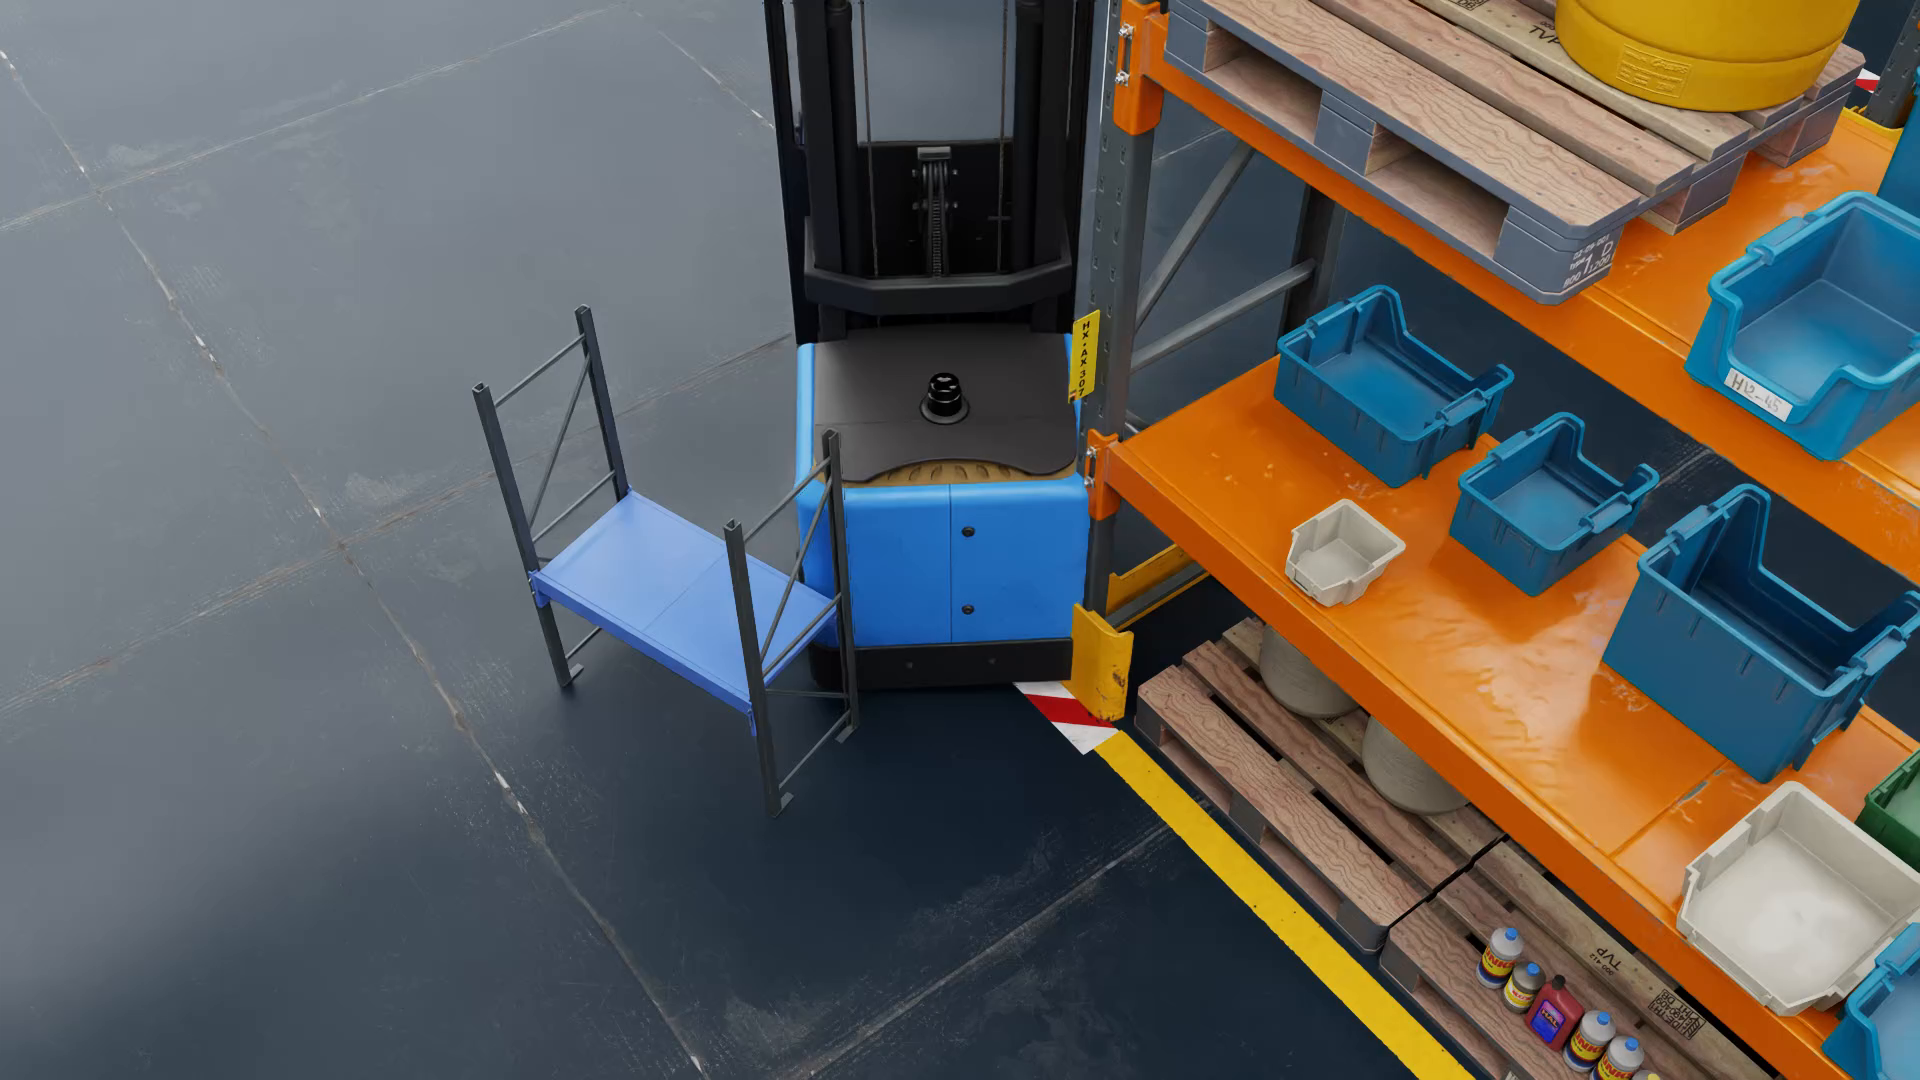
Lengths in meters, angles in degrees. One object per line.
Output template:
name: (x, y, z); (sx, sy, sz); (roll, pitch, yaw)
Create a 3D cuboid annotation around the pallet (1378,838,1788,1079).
pallet: (2.121, 1.457, 5.286); (1.003, 0.211, 1.213); (-29, 54, -24)

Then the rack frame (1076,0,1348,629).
rack frame: (0.816, -0.704, 5.362); (1.000, 3.000, 0.127); (-29, 54, -24)

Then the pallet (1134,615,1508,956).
pallet: (1.387, 0.738, 5.938); (1.003, 0.211, 1.213); (-29, 54, -24)

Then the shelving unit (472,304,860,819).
shelving unit: (-0.941, 0.105, 5.641); (1.048, 1.500, 0.538); (27, 53, 23)

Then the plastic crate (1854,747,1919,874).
plastic crate: (2.641, 0.799, 4.143); (0.450, 0.188, 0.662); (-29, 54, -24)

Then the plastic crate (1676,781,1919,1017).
plastic crate: (2.053, 0.899, 4.087); (0.530, 0.136, 0.437); (-29, 54, -24)

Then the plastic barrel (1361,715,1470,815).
plastic barrel: (1.579, 0.640, 5.540); (0.421, 0.512, 0.421); (0, 48, 0)

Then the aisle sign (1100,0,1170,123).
aisle sign: (0.539, -1.488, 4.319); (0.394, 0.787, 0.004); (-29, 54, -24)

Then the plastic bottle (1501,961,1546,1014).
plastic bottle: (1.728, 1.358, 5.085); (0.097, 0.201, 0.097); (0, 48, 0)

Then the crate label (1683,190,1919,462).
crate label: (1.686, -0.410, 3.171); (0.502, 0.251, 0.408); (-29, 54, -24)

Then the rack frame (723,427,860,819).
rack frame: (-0.523, 0.320, 5.446); (0.032, 1.500, 0.500); (27, 53, 23)

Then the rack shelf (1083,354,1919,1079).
rack shelf: (2.027, 0.717, 4.560); (1.077, 0.370, 4.000); (-29, 54, -24)

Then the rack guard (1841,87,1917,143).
rack guard: (4.746, -2.098, 8.314); (1.175, 0.500, 0.348); (-29, 54, -24)

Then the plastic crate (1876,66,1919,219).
plastic crate: (2.210, -0.717, 3.360); (0.392, 0.384, 0.575); (-29, 54, -24)

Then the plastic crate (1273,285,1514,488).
plastic crate: (1.357, -0.493, 5.272); (0.499, 0.251, 0.616); (-29, 54, -24)

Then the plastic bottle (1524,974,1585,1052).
plastic bottle: (1.788, 1.411, 4.981); (0.061, 0.283, 0.133); (-29, 54, -23)

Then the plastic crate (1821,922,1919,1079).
plastic crate: (2.352, 1.174, 3.761); (0.499, 0.251, 0.616); (-29, 54, -24)

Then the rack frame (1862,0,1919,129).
rack frame: (4.760, -2.924, 7.375); (1.000, 3.000, 0.127); (-29, 54, -24)

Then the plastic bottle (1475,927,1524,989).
plastic bottle: (1.666, 1.273, 5.114); (0.097, 0.271, 0.097); (0, 48, 0)

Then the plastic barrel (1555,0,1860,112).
plastic barrel: (1.607, -1.301, 3.468); (0.600, 0.588, 0.600); (0, 48, 0)

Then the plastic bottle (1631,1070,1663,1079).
plastic bottle: (1.994, 1.616, 4.851); (0.097, 0.201, 0.097); (0, 48, 0)

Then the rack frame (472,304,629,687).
rack frame: (-1.358, -0.109, 5.836); (0.032, 1.500, 0.500); (27, 53, 23)

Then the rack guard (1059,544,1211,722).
rack guard: (0.899, 0.159, 6.267); (1.175, 0.500, 0.348); (-29, 54, -24)

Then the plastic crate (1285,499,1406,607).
plastic crate: (1.102, 0.057, 4.851); (0.298, 0.136, 0.250); (-29, 54, -24)

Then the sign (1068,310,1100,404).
sign: (0.375, -0.553, 5.038); (0.100, 0.325, 0.005); (-29, 54, -24)

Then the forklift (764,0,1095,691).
forklift: (-0.114, -1.516, 6.145); (1.130, 2.935, 3.031); (-2, 48, -2)

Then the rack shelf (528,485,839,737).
rack shelf: (-0.941, 0.226, 5.774); (1.000, 0.185, 0.538); (27, 53, 23)

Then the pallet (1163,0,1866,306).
pallet: (1.239, -1.116, 3.839); (1.003, 0.211, 1.213); (-29, 54, -24)

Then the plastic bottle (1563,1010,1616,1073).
plastic bottle: (1.873, 1.476, 4.931); (0.097, 0.271, 0.097); (0, 48, 0)

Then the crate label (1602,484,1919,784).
crate label: (2.146, 0.248, 4.475); (0.502, 0.435, 0.616); (-29, 54, -24)

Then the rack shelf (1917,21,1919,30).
rack shelf: (5.971, -1.503, 6.572); (1.077, 0.370, 4.000); (-29, 54, -24)

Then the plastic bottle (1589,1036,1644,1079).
plastic bottle: (1.934, 1.535, 4.878); (0.097, 0.271, 0.097); (0, 48, 0)

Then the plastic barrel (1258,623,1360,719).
plastic barrel: (1.275, 0.344, 5.808); (0.421, 0.512, 0.421); (0, 48, 0)

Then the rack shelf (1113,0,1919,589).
rack shelf: (2.027, -0.291, 3.449); (1.077, 0.370, 4.000); (-29, 54, -24)

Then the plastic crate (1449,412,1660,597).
plastic crate: (1.746, -0.108, 4.922); (0.499, 0.251, 0.408); (-29, 54, -24)
